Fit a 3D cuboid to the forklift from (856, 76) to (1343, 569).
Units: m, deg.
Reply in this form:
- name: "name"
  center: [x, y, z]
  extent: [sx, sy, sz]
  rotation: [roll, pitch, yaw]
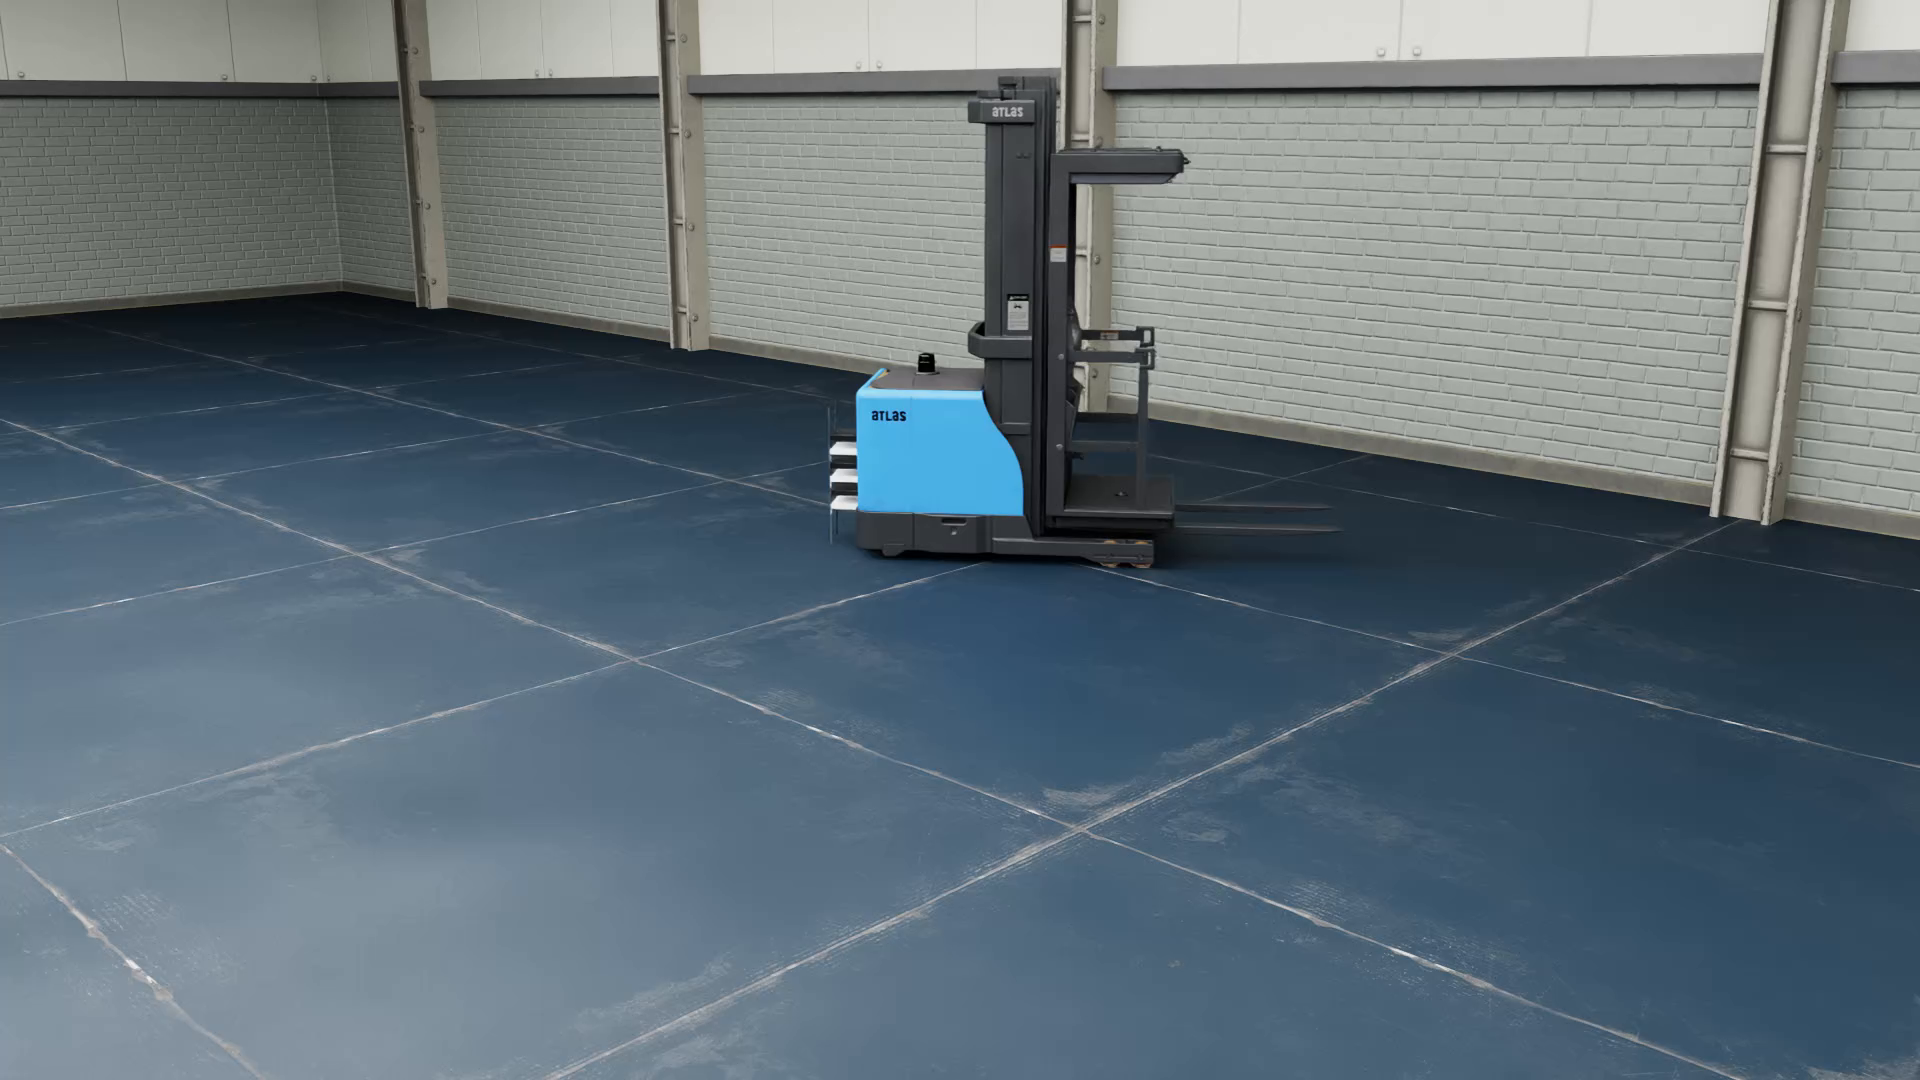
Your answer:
- name: "forklift"
  center: [0.896, -1.384, 10.430]
  extent: [3.031, 2.935, 1.130]
  rotation: [2, 15, 6]

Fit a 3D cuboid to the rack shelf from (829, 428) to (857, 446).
- name: "rack shelf"
  center: [-0.725, -0.665, 10.761]
  extent: [0.200, 0.077, 0.258]
  rotation: [2, 15, 6]

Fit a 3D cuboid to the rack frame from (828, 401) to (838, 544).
- name: "rack frame"
  center: [-0.826, -0.439, 10.832]
  extent: [0.006, 0.900, 0.240]
  rotation: [2, 15, 6]

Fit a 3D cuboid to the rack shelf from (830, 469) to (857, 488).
- name: "rack shelf"
  center: [-0.725, -0.404, 10.829]
  extent: [0.200, 0.077, 0.258]
  rotation: [2, 15, 6]

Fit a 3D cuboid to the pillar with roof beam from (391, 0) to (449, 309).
- name: "pillar with roof beam"
  center: [-10.480, -6.885, 19.509]
  extent: [0.400, 9.000, 9.100]
  rotation: [14, 20, 42]

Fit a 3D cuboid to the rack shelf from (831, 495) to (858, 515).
- name: "rack shelf"
  center: [-0.725, -0.230, 10.875]
  extent: [0.200, 0.077, 0.258]
  rotation: [2, 15, 6]

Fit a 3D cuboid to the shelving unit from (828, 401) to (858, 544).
- name: "shelving unit"
  center: [-0.725, -0.436, 10.821]
  extent: [0.210, 0.900, 0.258]
  rotation: [2, 15, 6]

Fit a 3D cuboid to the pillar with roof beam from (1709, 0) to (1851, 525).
- name: "pillar with roof beam"
  center: [2.478, -3.735, 7.418]
  extent: [0.400, 9.000, 9.100]
  rotation: [14, 20, 42]

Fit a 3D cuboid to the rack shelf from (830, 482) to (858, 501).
- name: "rack shelf"
  center: [-0.725, -0.317, 10.852]
  extent: [0.200, 0.077, 0.258]
  rotation: [2, 15, 6]

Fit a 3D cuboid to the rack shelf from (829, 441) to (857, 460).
- name: "rack shelf"
  center: [-0.725, -0.578, 10.784]
  extent: [0.200, 0.077, 0.258]
  rotation: [2, 15, 6]

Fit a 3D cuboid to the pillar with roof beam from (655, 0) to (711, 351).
- name: "pillar with roof beam"
  center: [-6.161, -5.835, 15.478]
  extent: [0.400, 9.000, 9.100]
  rotation: [14, 20, 42]

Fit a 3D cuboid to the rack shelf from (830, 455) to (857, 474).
- name: "rack shelf"
  center: [-0.725, -0.491, 10.807]
  extent: [0.200, 0.077, 0.258]
  rotation: [2, 15, 6]

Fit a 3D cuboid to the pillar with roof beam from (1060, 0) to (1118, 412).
- name: "pillar with roof beam"
  center: [-1.842, -4.785, 11.448]
  extent: [0.400, 9.000, 9.100]
  rotation: [14, 20, 42]
